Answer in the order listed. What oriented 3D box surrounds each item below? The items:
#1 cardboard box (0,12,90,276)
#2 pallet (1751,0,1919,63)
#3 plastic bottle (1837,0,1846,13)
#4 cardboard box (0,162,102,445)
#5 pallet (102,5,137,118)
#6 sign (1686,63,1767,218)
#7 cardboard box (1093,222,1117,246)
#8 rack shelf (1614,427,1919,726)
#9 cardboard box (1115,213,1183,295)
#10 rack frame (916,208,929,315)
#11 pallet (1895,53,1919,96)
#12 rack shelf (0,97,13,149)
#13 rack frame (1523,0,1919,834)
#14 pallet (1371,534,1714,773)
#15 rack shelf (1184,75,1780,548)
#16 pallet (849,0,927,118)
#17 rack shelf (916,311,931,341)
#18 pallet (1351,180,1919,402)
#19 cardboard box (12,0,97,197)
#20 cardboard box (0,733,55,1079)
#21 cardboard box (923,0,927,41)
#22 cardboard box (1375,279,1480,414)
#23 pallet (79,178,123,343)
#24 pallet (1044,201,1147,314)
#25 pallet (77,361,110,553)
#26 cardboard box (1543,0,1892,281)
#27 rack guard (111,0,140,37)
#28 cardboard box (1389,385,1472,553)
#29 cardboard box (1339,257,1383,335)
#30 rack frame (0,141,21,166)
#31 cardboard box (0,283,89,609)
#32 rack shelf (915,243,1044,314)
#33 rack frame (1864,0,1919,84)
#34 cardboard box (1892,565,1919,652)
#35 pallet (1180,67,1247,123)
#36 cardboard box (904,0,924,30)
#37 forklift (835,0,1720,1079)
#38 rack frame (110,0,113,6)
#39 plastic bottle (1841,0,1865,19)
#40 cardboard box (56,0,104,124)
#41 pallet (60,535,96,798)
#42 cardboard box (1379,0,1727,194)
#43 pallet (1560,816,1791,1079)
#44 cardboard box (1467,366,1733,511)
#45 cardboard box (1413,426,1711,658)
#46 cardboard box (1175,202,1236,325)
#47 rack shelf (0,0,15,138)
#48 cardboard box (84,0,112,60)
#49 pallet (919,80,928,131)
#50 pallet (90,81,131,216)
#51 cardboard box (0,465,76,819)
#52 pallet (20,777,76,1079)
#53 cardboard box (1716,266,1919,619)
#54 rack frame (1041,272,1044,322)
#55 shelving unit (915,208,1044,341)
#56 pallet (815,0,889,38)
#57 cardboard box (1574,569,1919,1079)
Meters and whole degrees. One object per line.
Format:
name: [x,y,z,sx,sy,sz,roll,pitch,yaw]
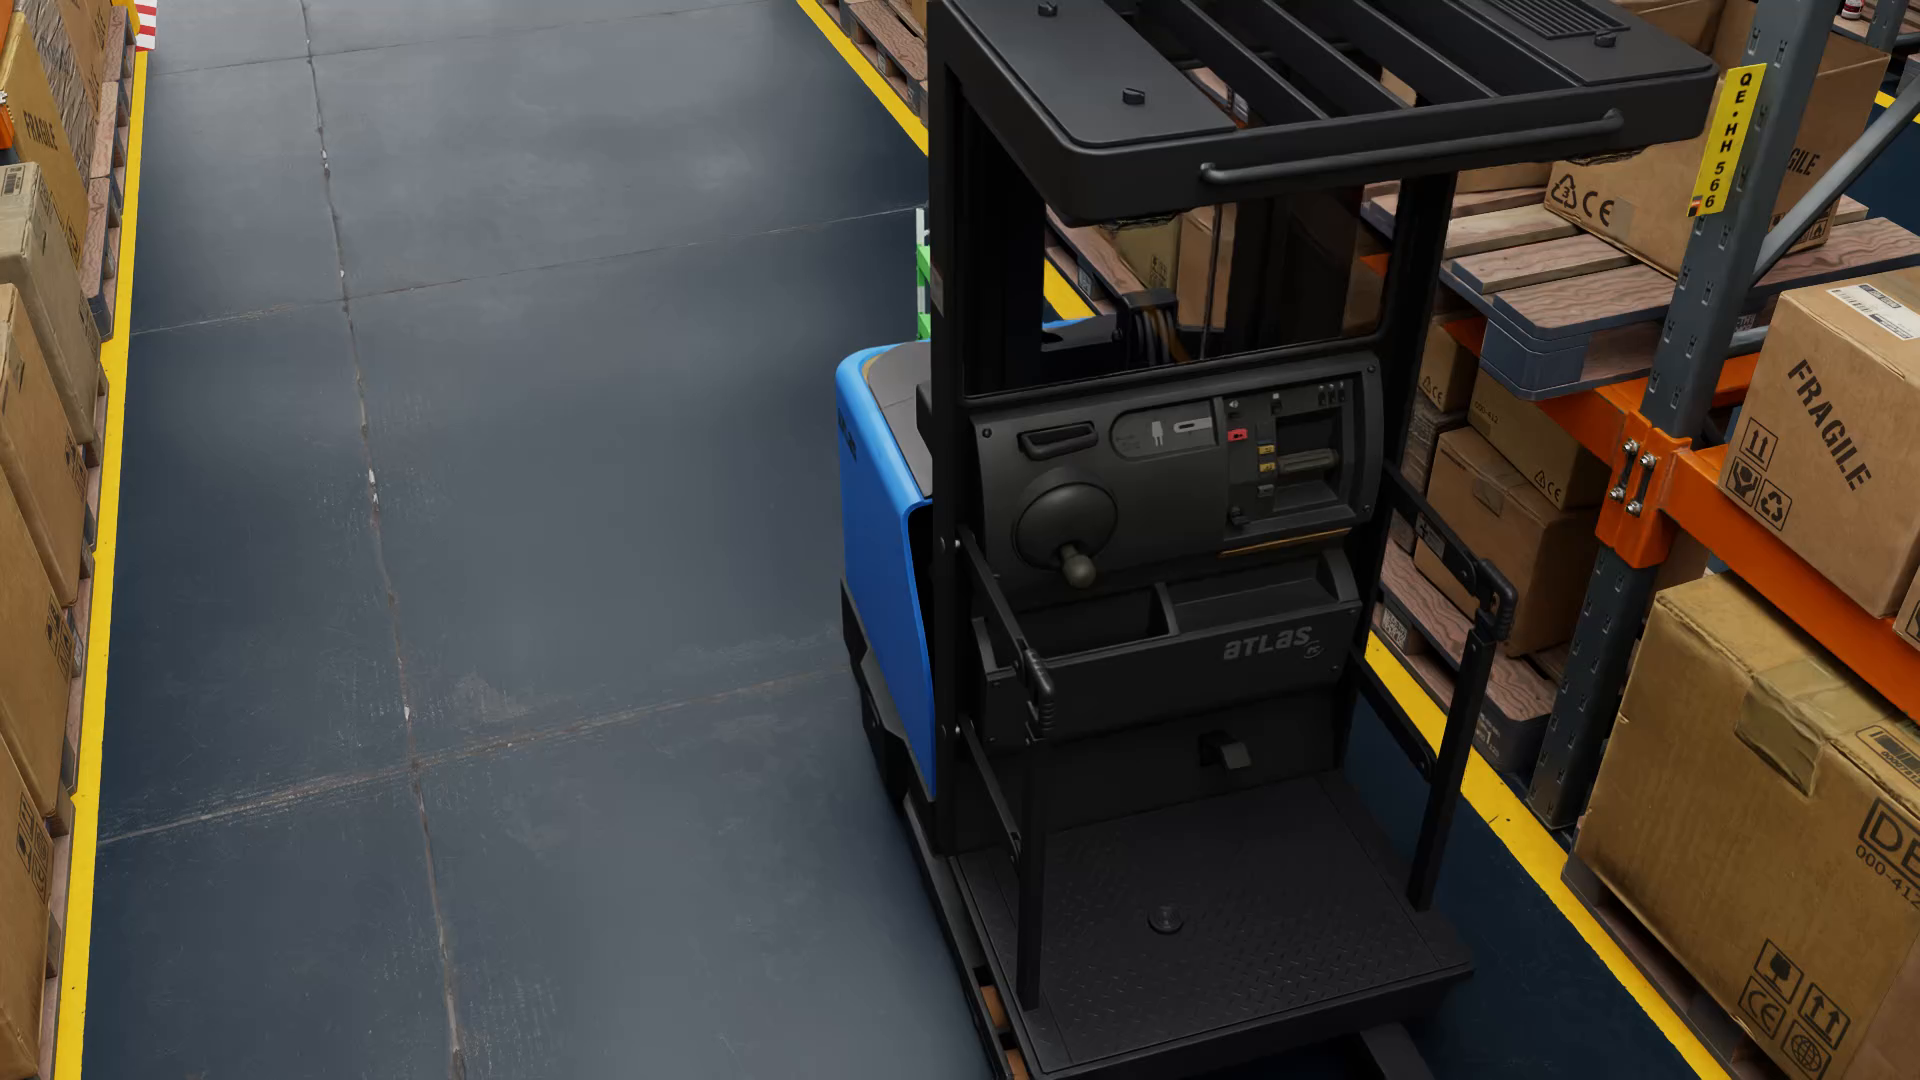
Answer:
cardboard box: [-4.117,-1.493,6.656,0.875,0.875,0.875,-12,39,-15]
pallet: [5.184,-3.074,9.655,1.003,0.211,1.213,-12,39,-16]
plastic bottle: [4.900,-3.094,9.256,0.061,0.283,0.133,-11,38,-14]
cardboard box: [-3.669,-0.741,5.762,1.050,0.750,0.750,-13,39,-16]
pallet: [-4.995,-2.515,8.913,1.003,0.211,1.213,-12,39,-16]
sign: [1.595,-0.828,3.459,0.100,0.325,0.005,-12,39,-16]
cardboard box: [0.916,-1.600,7.093,0.700,0.500,0.500,-15,40,-19]
rack shelf: [2.790,0.903,2.657,1.077,0.370,4.000,-12,39,-16]
cardboard box: [1.063,-1.327,6.730,0.700,0.500,0.500,-13,39,-16]
rack frame: [-0.018,-0.556,5.491,0.240,1.200,0.015,-10,38,-13]
pallet: [5.682,-2.250,8.562,1.003,0.211,1.213,-12,39,-16]
rack shelf: [-3.278,-0.387,4.369,1.077,0.370,4.000,-12,39,-16]
rack frame: [2.102,-0.515,3.940,1.000,3.000,0.127,-12,39,-16]
pallet: [1.834,0.157,5.365,1.003,0.211,1.213,-12,39,-16]
rack shelf: [1.413,-1.357,5.656,1.077,0.370,4.000,-12,39,-16]
pallet: [0.037,-2.723,9.189,1.003,0.211,1.213,-12,39,-16]
rack shelf: [0.053,-0.556,5.198,0.258,0.148,0.480,-10,38,-13]
pallet: [1.756,-0.818,4.503,1.213,0.211,1.003,-12,39,-16]
cardboard box: [-4.431,-2.002,7.331,0.875,0.875,0.875,-12,39,-16]
cardboard box: [-2.715,0.823,3.684,1.050,0.750,0.750,-13,39,-17]
cardboard box: [0.133,-2.834,8.748,0.500,0.500,0.500,-16,40,-20]
cardboard box: [1.651,-0.661,5.223,0.500,0.250,0.500,-8,38,-11]
pallet: [-4.155,-1.136,7.083,1.003,0.211,1.213,-12,39,-16]
pallet: [0.994,-1.221,7.195,1.003,0.211,1.213,-12,39,-16]
pallet: [-3.630,-0.270,5.933,1.003,0.211,1.213,-12,39,-16]
cardboard box: [1.878,-1.019,4.178,0.500,0.500,0.500,-17,40,-21]
rack guard: [-5.351,-3.079,9.422,1.175,0.500,0.348,-12,39,-16]
cardboard box: [1.649,-0.377,5.469,0.700,0.500,0.500,-16,40,-20]
cardboard box: [1.448,-0.696,5.893,0.700,0.500,0.500,-9,38,-12]
rack frame: [-3.967,-1.804,5.652,1.000,3.000,0.127,-12,39,-16]
cardboard box: [-3.340,-0.196,5.038,1.050,0.750,0.750,-12,39,-16]
rack shelf: [0.053,-0.748,5.054,0.258,0.148,0.480,-10,38,-13]
rack frame: [5.376,-3.800,8.301,1.000,3.000,0.127,-12,39,-16]
cardboard box: [2.193,0.067,3.084,0.500,0.500,0.500,-13,39,-17]
pallet: [1.382,-1.548,5.471,1.003,0.211,1.213,-12,39,-16]
cardboard box: [-0.017,-3.159,9.179,0.500,0.500,0.500,-9,38,-12]
forklift: [0.547,-0.078,3.417,1.130,2.935,3.031,-10,38,-13]
rack frame: [-5.343,-4.064,8.652,1.000,3.000,0.127,-12,39,-16]
plastic bottle: [4.958,-2.998,9.197,0.097,0.201,0.097,0,37,0]
cardboard box: [-4.743,-2.517,8.015,0.875,0.875,0.875,-13,39,-17]
pallet: [-3.207,0.420,5.017,1.003,0.211,1.213,-12,39,-16]
cardboard box: [1.592,-1.314,4.569,0.700,0.500,0.500,-7,38,-9]
pallet: [2.302,1.060,4.167,1.003,0.211,1.213,-12,39,-16]
cardboard box: [1.843,-0.364,4.828,0.500,0.250,0.500,-11,38,-14]
cardboard box: [1.852,-0.066,5.057,0.700,0.500,0.500,-14,39,-18]
cardboard box: [1.256,-1.011,6.311,0.700,0.500,0.500,-16,40,-20]
rack shelf: [-4.655,-2.647,7.369,1.077,0.370,4.000,-12,39,-16]
cardboard box: [-5.048,-3.014,8.675,0.875,0.875,0.875,-12,39,-16]
pallet: [0.461,-2.032,8.273,1.003,0.211,1.213,-12,39,-16]
pallet: [-4.579,-1.827,8.000,1.003,0.211,1.213,-12,39,-16]
cardboard box: [-3.019,0.330,4.339,1.050,0.750,0.750,-12,39,-15]
pallet: [-2.791,1.108,4.103,1.003,0.211,1.213,-12,39,-16]
cardboard box: [2.013,-0.224,3.471,0.500,0.500,0.500,-11,38,-15]
rack frame: [0.123,-0.275,5.117,0.240,1.200,0.015,-10,38,-13]
shelving unit: [0.053,-0.415,5.304,0.258,1.200,0.503,-10,38,-13]
pallet: [-0.379,-3.411,10.103,1.003,0.211,1.213,-12,39,-16]
cardboard box: [2.320,0.561,3.930,1.225,0.875,0.875,-14,39,-18]
